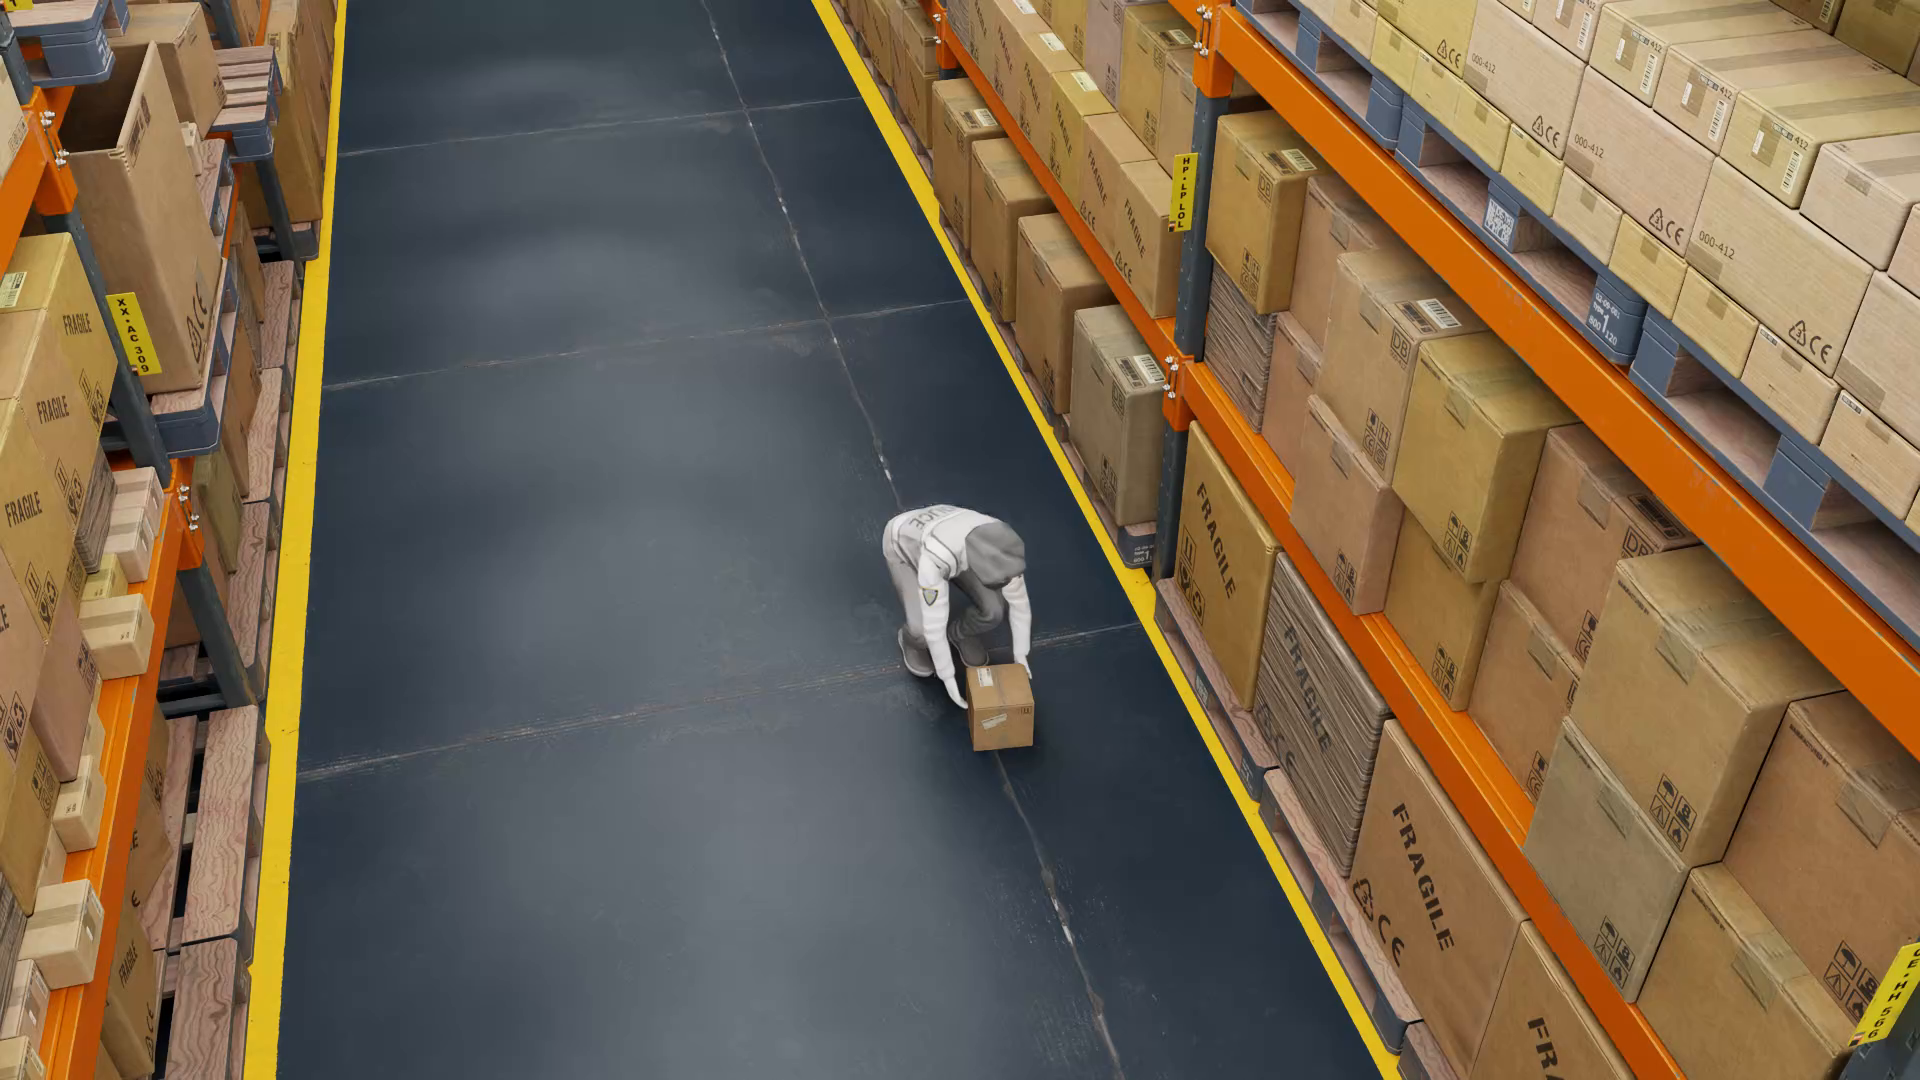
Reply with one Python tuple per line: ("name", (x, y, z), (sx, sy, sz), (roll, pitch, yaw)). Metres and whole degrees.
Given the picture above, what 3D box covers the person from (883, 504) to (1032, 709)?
("person", (-0.007, 0.189, 7.046), (0.499, 0.961, 0.849), (-14, 41, -17))
